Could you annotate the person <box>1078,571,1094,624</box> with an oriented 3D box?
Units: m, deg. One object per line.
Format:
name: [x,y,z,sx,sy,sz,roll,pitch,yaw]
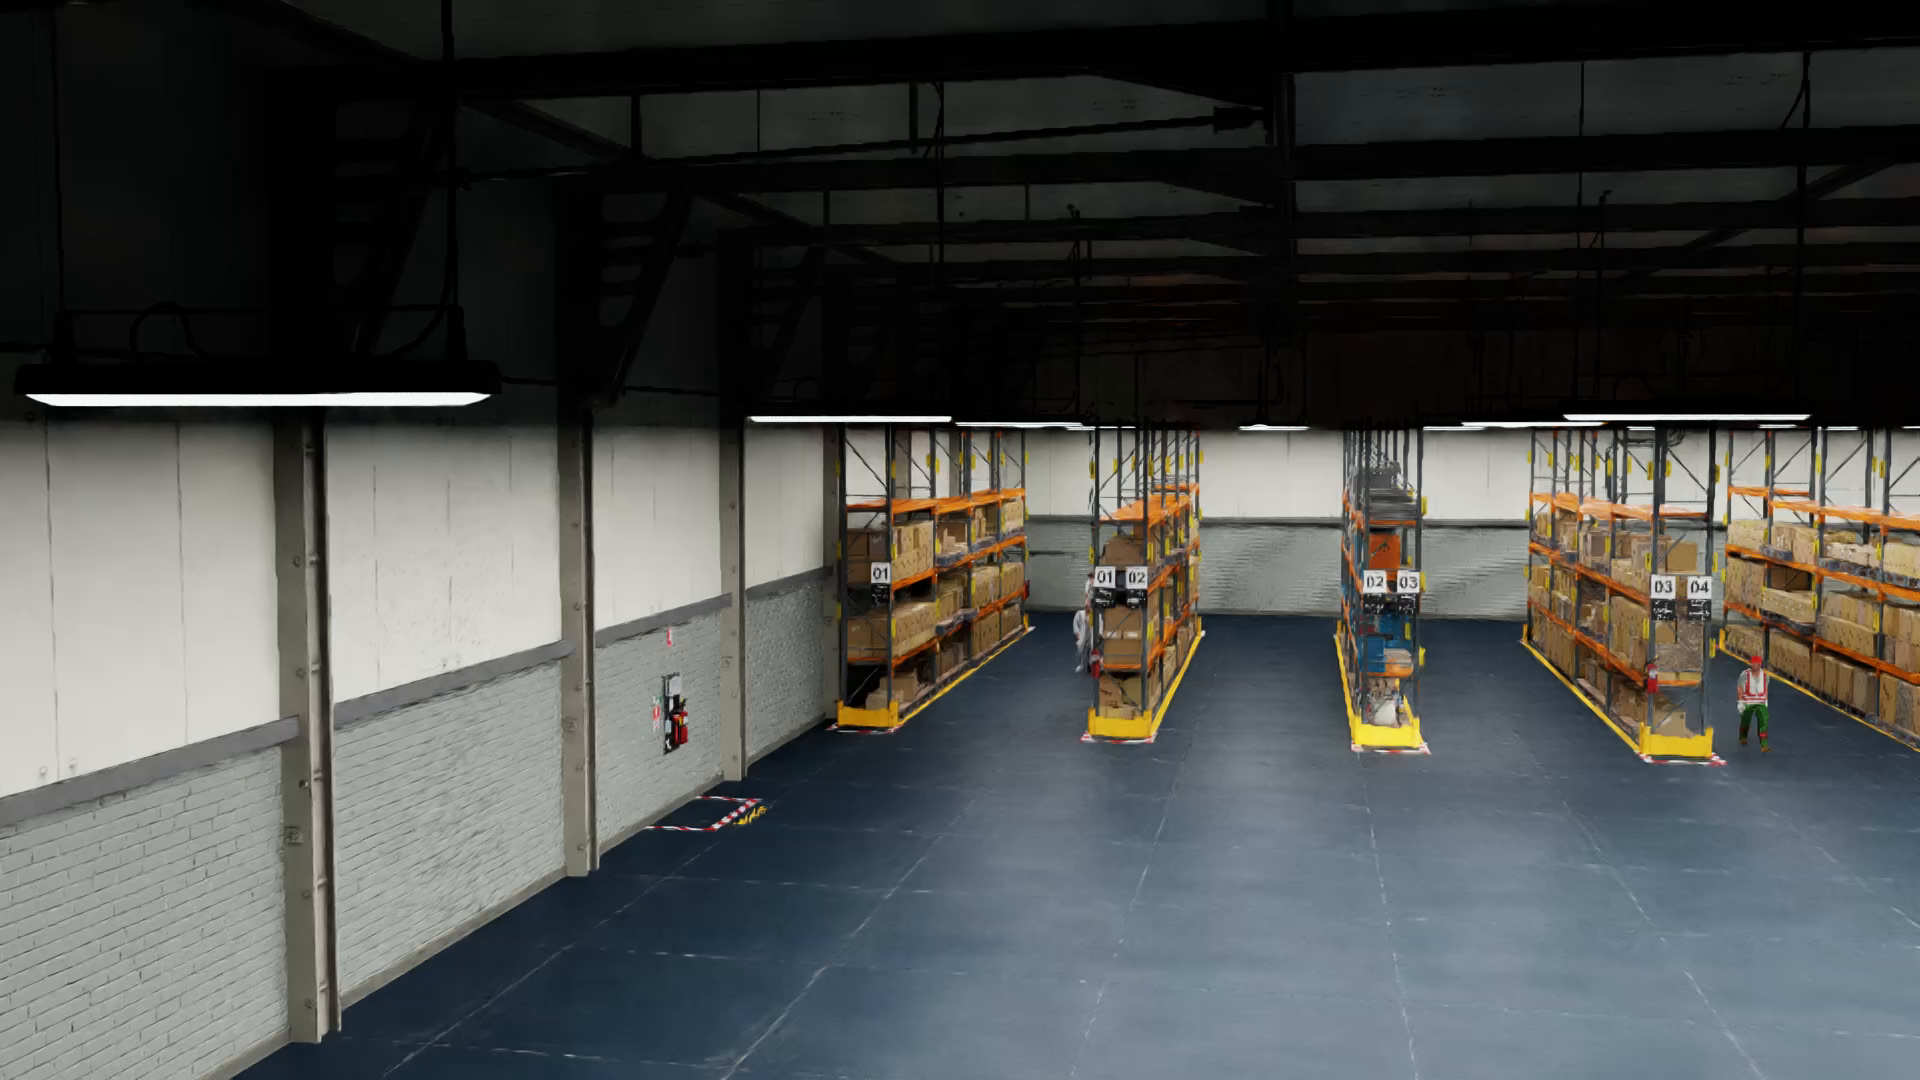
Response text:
person: [3.791,1.723,49.519,0.592,1.591,0.447,-3,5,-38]

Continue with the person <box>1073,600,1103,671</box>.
person: [3.054,2.284,39.749,0.729,1.732,0.544,1,4,10]

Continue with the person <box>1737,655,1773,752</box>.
person: [14.297,2.910,29.938,0.553,1.709,1.123,1,4,13]
